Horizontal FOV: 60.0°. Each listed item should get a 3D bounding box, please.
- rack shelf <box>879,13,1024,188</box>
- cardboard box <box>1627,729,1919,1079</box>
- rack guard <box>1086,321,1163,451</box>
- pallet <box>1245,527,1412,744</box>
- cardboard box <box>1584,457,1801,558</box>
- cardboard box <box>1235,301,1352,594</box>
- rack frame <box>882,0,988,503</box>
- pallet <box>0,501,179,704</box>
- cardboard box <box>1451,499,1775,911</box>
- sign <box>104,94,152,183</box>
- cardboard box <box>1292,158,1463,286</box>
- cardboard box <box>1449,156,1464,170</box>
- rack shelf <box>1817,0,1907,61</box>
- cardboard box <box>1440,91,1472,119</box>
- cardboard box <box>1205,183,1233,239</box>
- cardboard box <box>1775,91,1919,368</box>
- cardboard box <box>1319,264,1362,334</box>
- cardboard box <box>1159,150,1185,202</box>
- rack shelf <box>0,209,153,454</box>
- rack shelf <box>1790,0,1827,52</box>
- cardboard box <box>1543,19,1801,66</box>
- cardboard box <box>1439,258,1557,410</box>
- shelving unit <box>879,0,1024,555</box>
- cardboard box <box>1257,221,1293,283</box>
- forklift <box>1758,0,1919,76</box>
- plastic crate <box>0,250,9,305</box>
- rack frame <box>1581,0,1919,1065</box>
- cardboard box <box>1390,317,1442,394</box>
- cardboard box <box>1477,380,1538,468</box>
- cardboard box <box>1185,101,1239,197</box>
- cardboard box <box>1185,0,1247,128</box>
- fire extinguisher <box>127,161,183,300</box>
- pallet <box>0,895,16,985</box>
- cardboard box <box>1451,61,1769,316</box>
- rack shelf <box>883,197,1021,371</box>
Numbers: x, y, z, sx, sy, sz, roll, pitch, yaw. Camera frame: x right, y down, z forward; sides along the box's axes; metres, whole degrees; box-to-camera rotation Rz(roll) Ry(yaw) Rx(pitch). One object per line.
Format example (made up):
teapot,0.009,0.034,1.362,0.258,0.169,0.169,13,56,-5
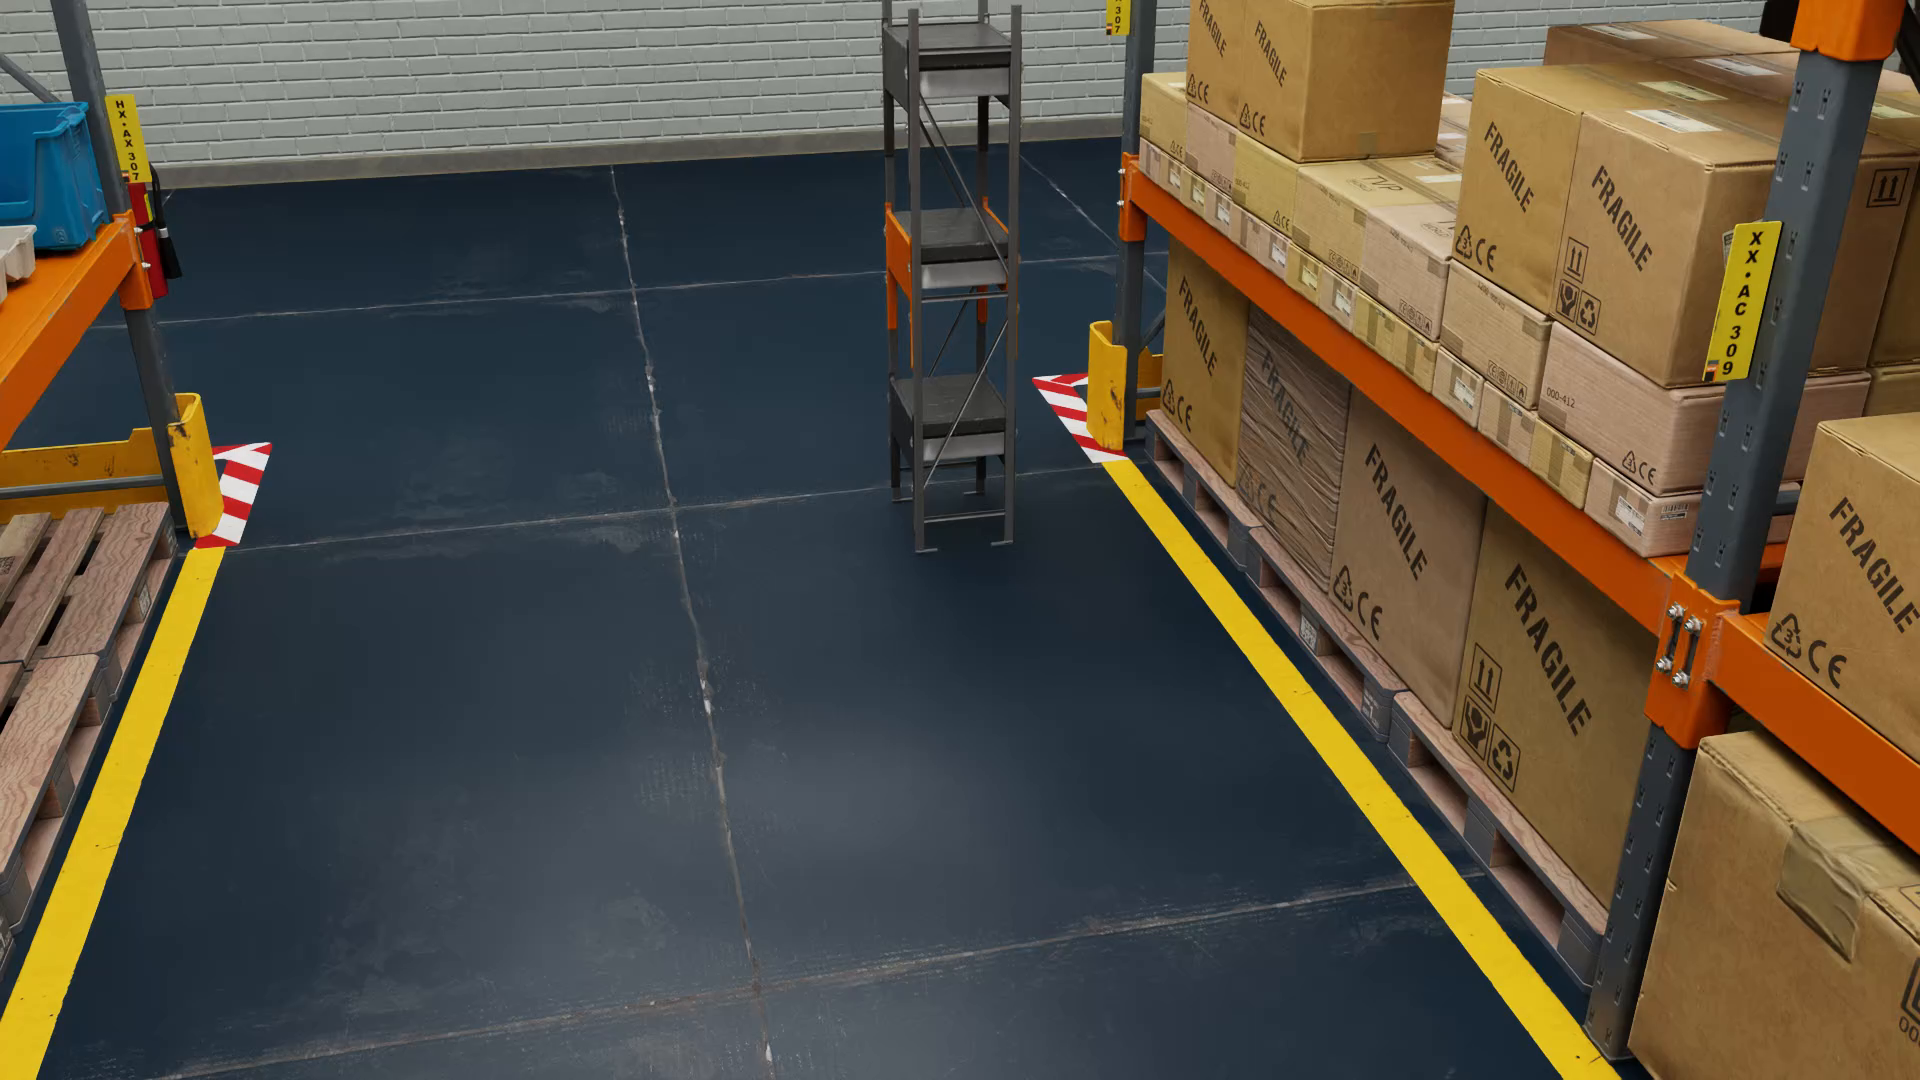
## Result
rack shelf,-0.037,-1.623,6.112,0.431,0.518,0.480,-6,27,-12
cardboard box,2.257,0.934,3.463,1.225,0.875,0.875,-6,27,-11
rack guard,1.187,-0.757,7.695,1.175,0.500,0.348,-6,27,-12
pallet,1.720,0.260,6.000,1.003,0.211,1.213,-6,27,-12
cardboard box,1.706,-0.095,3.887,0.380,0.149,0.250,-6,27,-11
cardboard box,1.619,-0.429,6.163,0.875,0.875,0.875,-6,27,-12
rack frame,-0.092,-1.117,6.633,0.400,2.100,0.015,-6,27,-12
pallet,-3.485,0.252,6.017,1.003,0.211,1.213,-6,27,-12
cardboard box,2.023,0.357,4.606,0.875,0.875,0.875,-6,27,-12
sign,-3.101,-1.495,6.202,0.100,0.325,0.005,-6,27,-12
cardboard box,1.393,-1.013,5.264,0.500,0.250,0.500,-6,27,-13
cardboard box,1.910,-1.068,5.373,0.500,0.250,0.500,-6,27,-12
rack shelf,2.544,-0.246,1.378,1.077,0.370,4.000,-6,27,-12
cardboard box,1.674,-1.520,6.268,0.500,0.250,0.500,-6,27,-12
cardboard box,1.128,-1.222,6.120,0.380,0.149,0.250,-6,27,-12
cardboard box,2.235,-0.743,3.897,0.500,0.500,0.500,-6,27,-12
cardboard box,1.359,-0.771,5.227,0.380,0.149,0.250,-6,27,-11
cardboard box,1.010,-1.448,6.569,0.380,0.149,0.250,-6,27,-12
rack shelf,-3.183,-0.160,4.537,1.077,0.370,4.000,-6,27,-12
rack shelf,1.643,-2.002,4.857,1.077,0.370,4.000,-6,27,-12
cardboard box,2.010,-1.188,4.779,0.500,0.500,0.500,-7,28,-13
cardboard box,1.619,-0.566,4.379,0.500,0.250,0.500,-5,27,-10
shelving unit,-0.037,-1.010,6.421,0.431,2.100,0.503,-6,27,-12
cardboard box,1.243,-0.997,5.674,0.380,0.149,0.250,-6,27,-12
forklift,3.509,-1.143,5.761,1.130,2.935,3.031,-10,28,-18
plastic crate,-3.222,-0.800,5.232,0.396,0.136,0.243,-6,27,-12
rack frame,2.094,-0.106,3.632,1.000,3.000,0.127,-6,27,-12
cardboard box,1.473,-0.546,4.783,0.380,0.149,0.250,-5,27,-11
cardboard box,1.590,-0.320,4.335,0.380,0.149,0.250,-6,27,-12
cardboard box,1.161,-1.462,6.155,0.500,0.250,0.500,-6,27,-12
cardboard box,1.150,-1.805,6.002,0.500,0.500,0.500,-7,28,-13
fire extinguisher,-3.225,-1.271,6.438,0.296,0.674,0.183,-6,27,-12
pallet,-2.935,1.323,3.895,1.003,0.211,1.213,-6,27,-12
cardboard box,1.621,-0.902,4.212,0.500,0.500,0.500,-6,27,-11
rack shelf,-0.037,-0.998,6.427,0.431,0.518,0.480,-6,27,-12
